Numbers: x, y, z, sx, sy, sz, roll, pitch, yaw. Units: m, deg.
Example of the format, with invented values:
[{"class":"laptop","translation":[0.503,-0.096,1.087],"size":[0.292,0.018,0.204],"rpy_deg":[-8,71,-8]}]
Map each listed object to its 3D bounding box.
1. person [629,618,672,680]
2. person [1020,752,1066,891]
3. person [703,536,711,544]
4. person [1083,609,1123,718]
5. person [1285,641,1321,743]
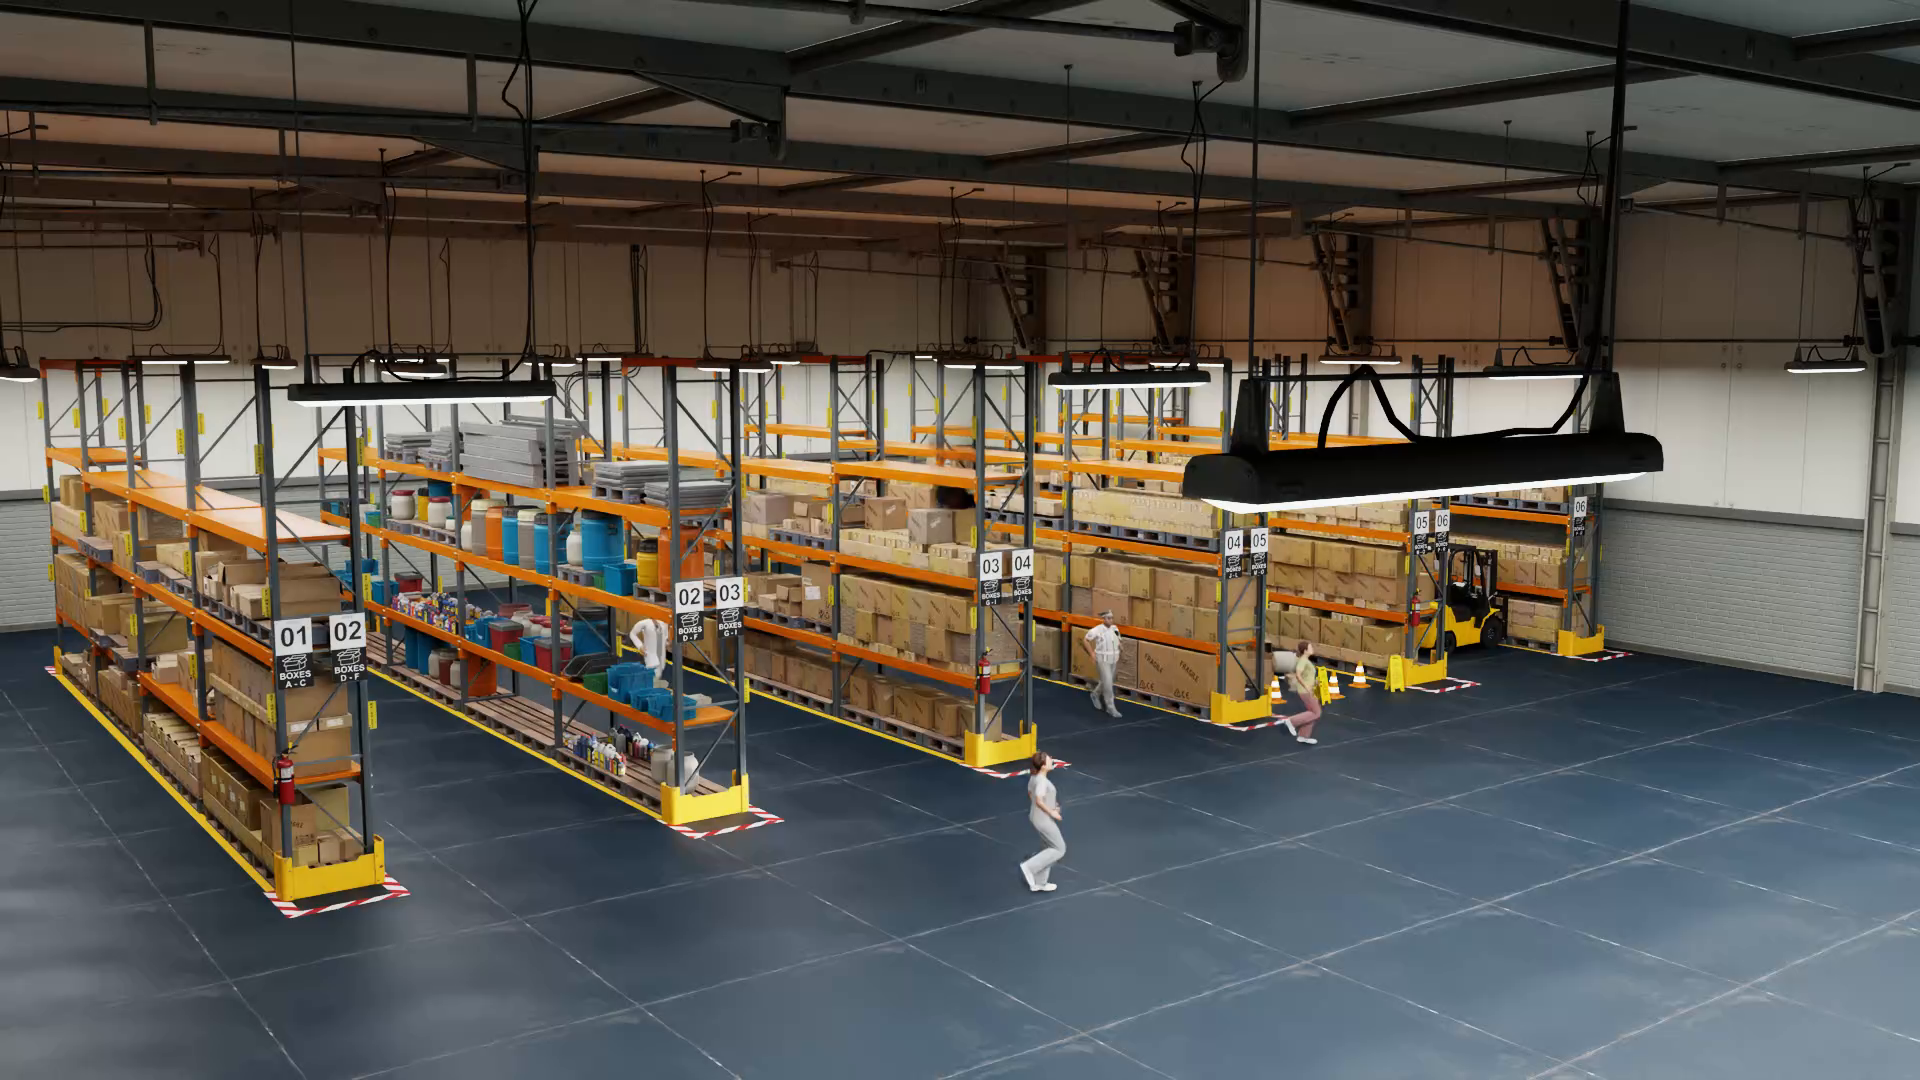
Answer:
[{"class":"person","translation":[-5.253,2.027,28.662],"size":[0.767,1.810,0.679],"rpy_deg":[6,9,42]},{"class":"person","translation":[0.942,3.233,19.128],"size":[0.554,1.623,0.546],"rpy_deg":[-2,7,-14]},{"class":"person","translation":[-6.378,0.667,40.706],"size":[0.760,1.562,0.498],"rpy_deg":[3,7,21]},{"class":"person","translation":[2.476,2.050,28.204],"size":[0.662,1.790,0.912],"rpy_deg":[-5,9,-38]},{"class":"person","translation":[5.420,2.392,26.231],"size":[0.561,1.624,0.599],"rpy_deg":[1,7,8]}]
